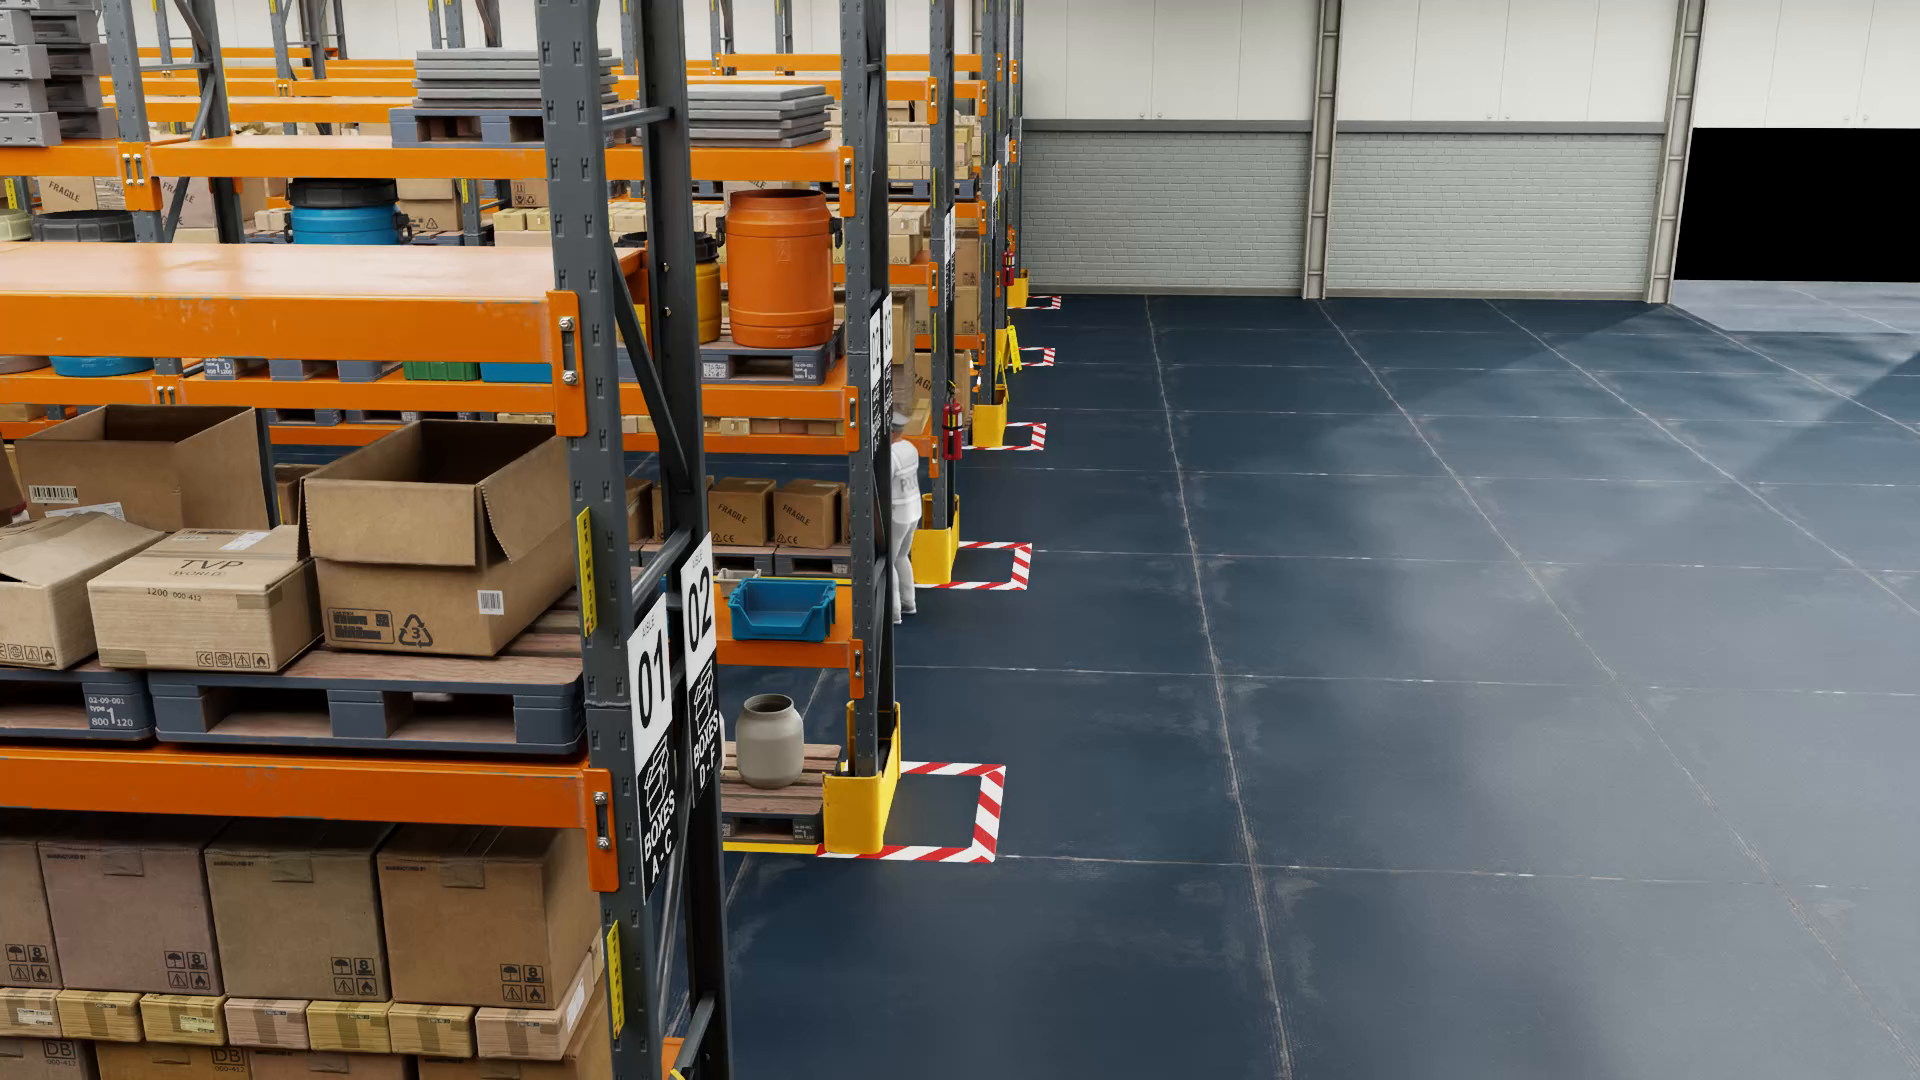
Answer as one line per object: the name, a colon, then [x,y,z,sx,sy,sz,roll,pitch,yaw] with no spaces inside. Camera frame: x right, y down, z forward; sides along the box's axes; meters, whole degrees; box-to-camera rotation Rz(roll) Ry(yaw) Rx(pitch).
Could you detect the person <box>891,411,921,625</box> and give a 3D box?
person: [-0.601,-0.200,13.633,0.525,1.773,0.527,8,19,23]
